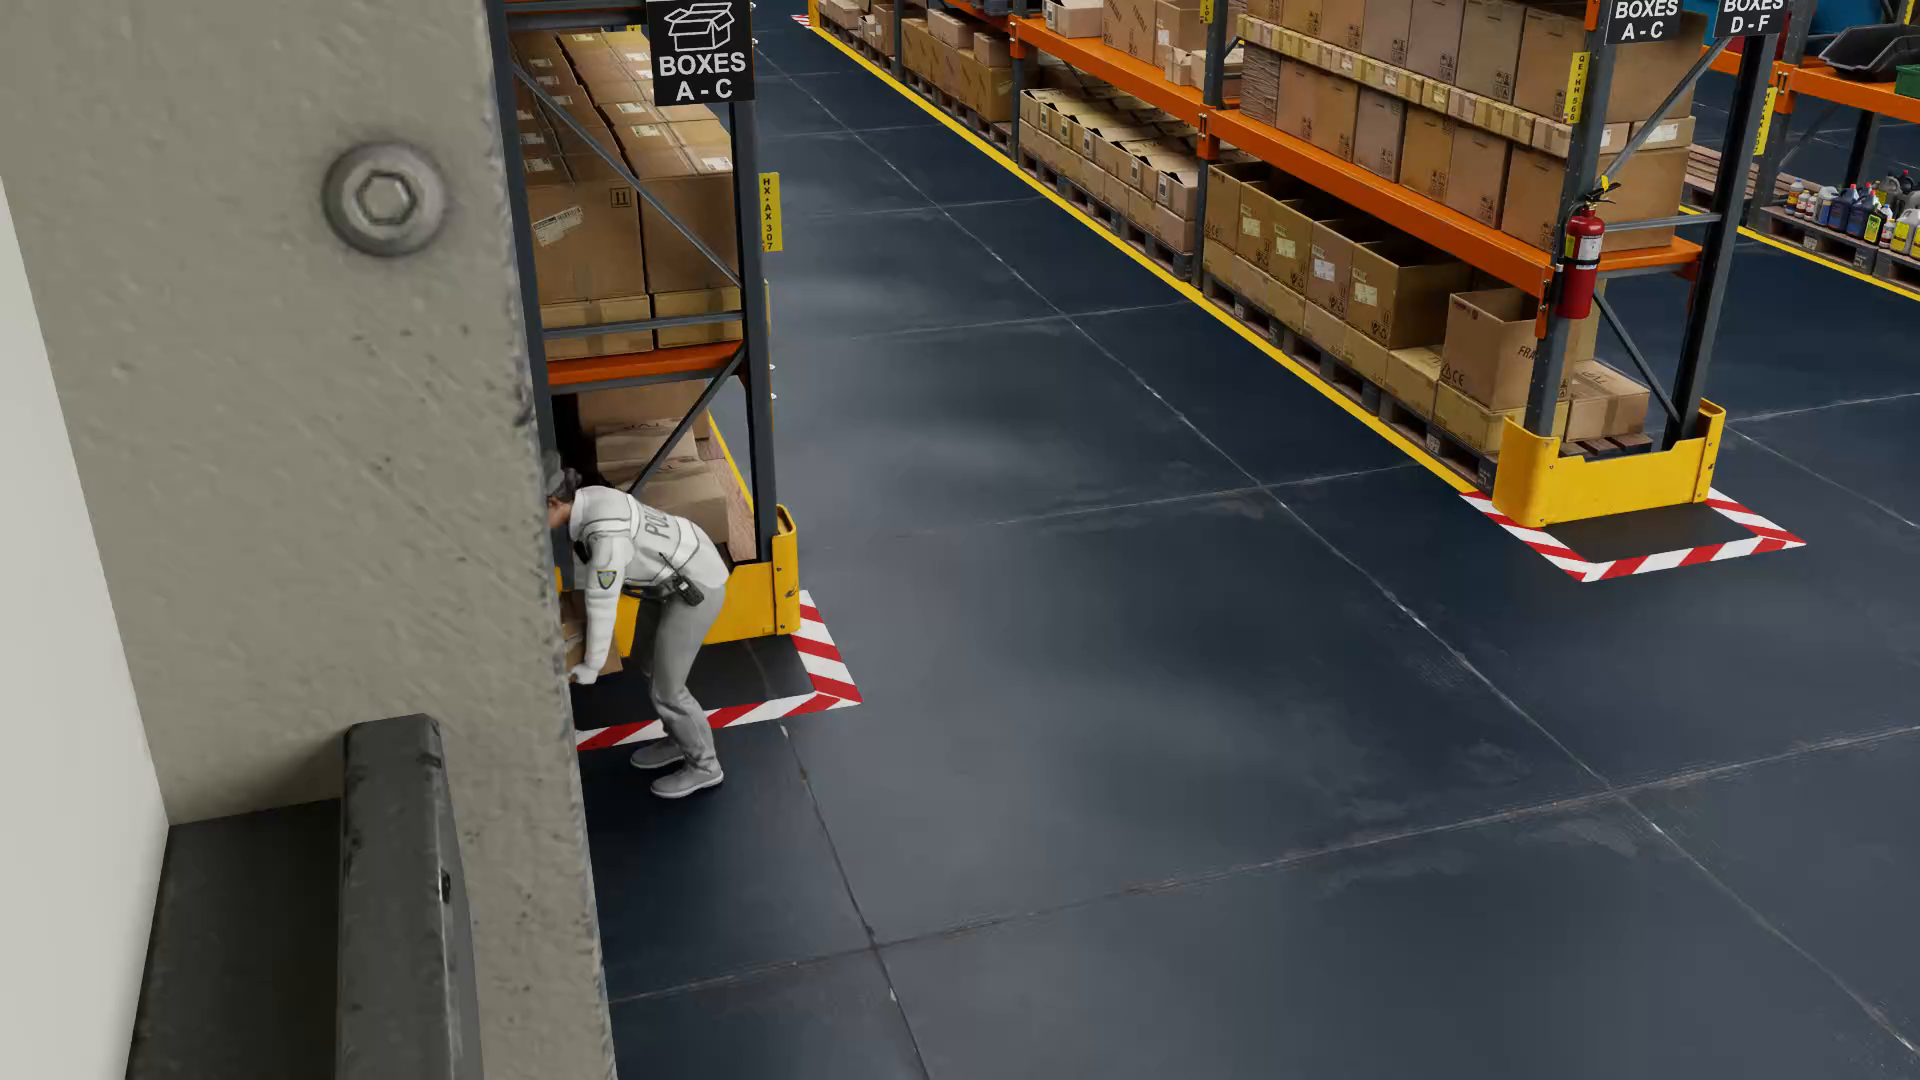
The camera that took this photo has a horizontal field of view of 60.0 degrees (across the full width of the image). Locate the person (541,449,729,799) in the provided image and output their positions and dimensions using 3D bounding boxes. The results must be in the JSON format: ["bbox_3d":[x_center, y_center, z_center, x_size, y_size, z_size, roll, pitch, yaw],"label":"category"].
[{"bbox_3d":[-1.259,0.312,6.254,0.795,1.434,0.410,-9,28,-17],"label":"person"}]
